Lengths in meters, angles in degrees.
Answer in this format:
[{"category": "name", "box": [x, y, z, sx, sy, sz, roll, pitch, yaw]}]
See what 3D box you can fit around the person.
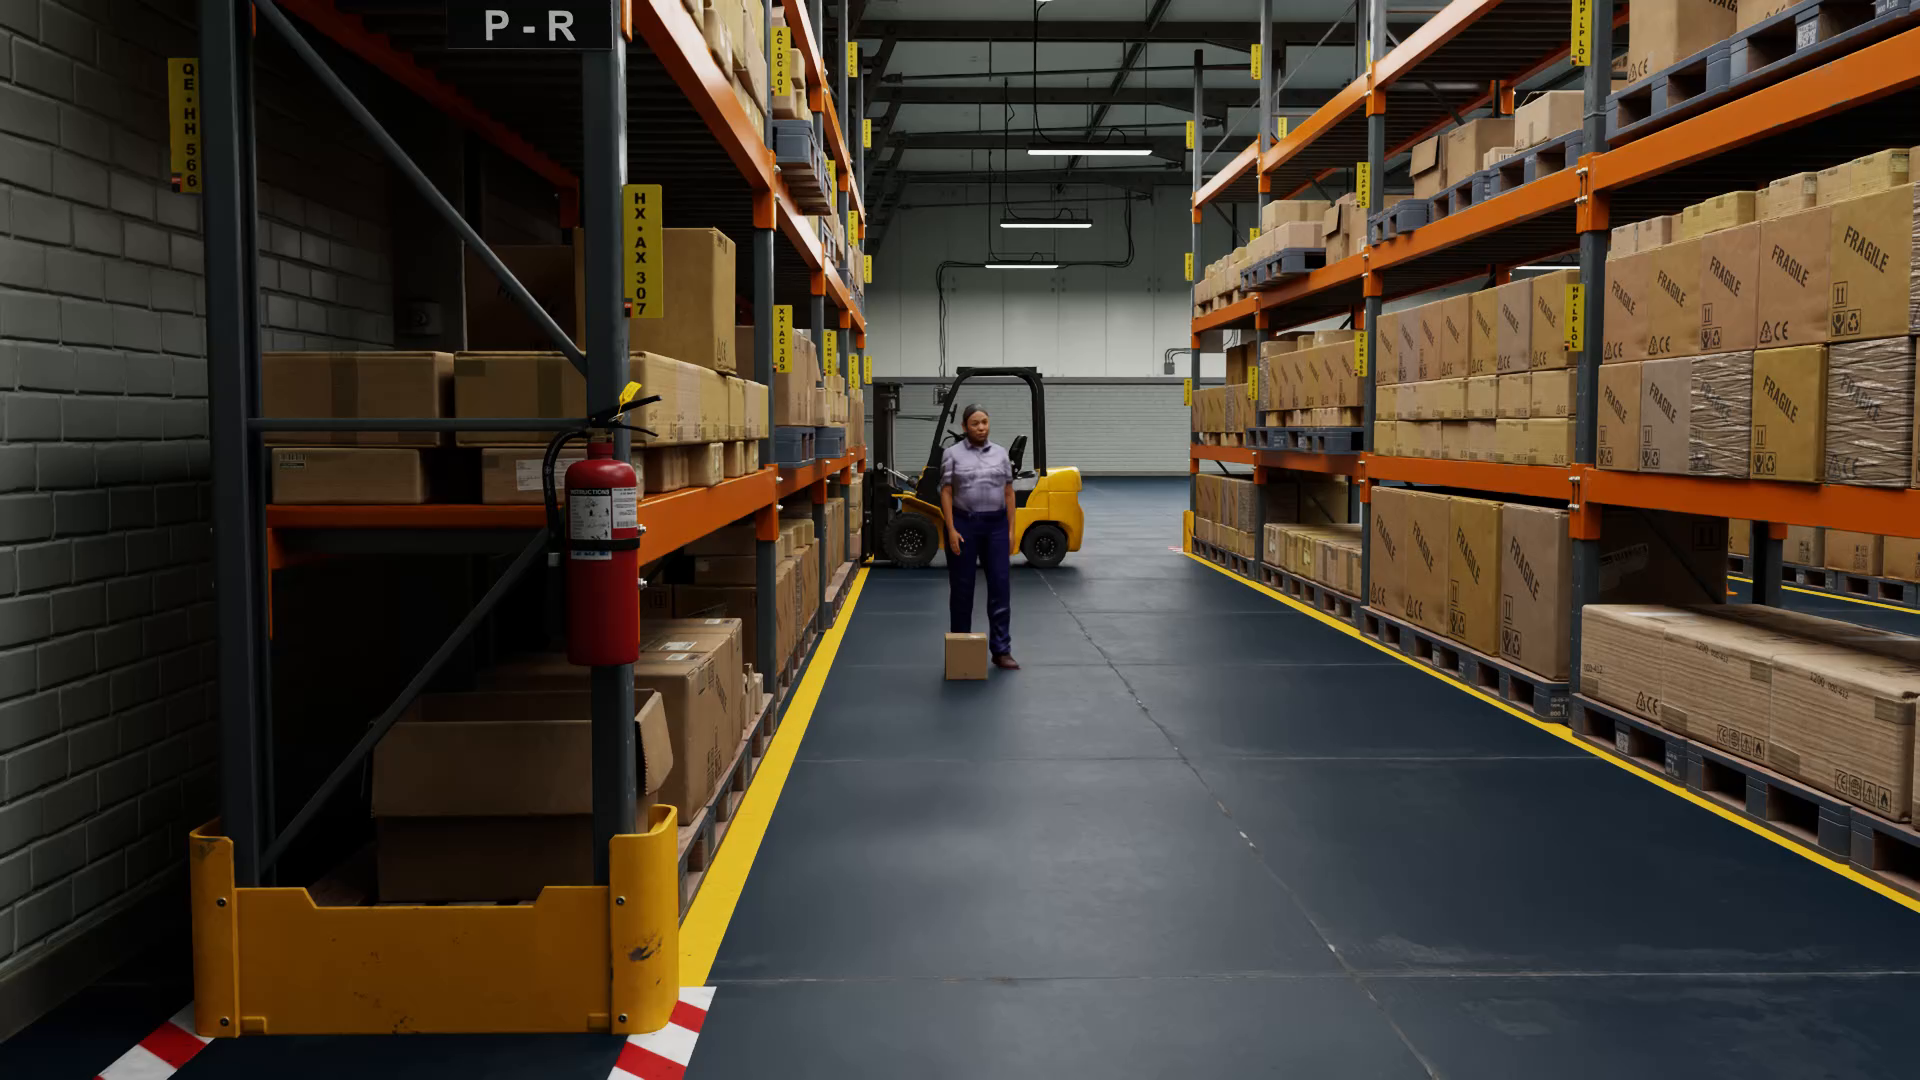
[{"category": "person", "box": [0.031, -0.008, 10.453, 0.497, 1.687, 0.379, 0, 4, -2]}]
